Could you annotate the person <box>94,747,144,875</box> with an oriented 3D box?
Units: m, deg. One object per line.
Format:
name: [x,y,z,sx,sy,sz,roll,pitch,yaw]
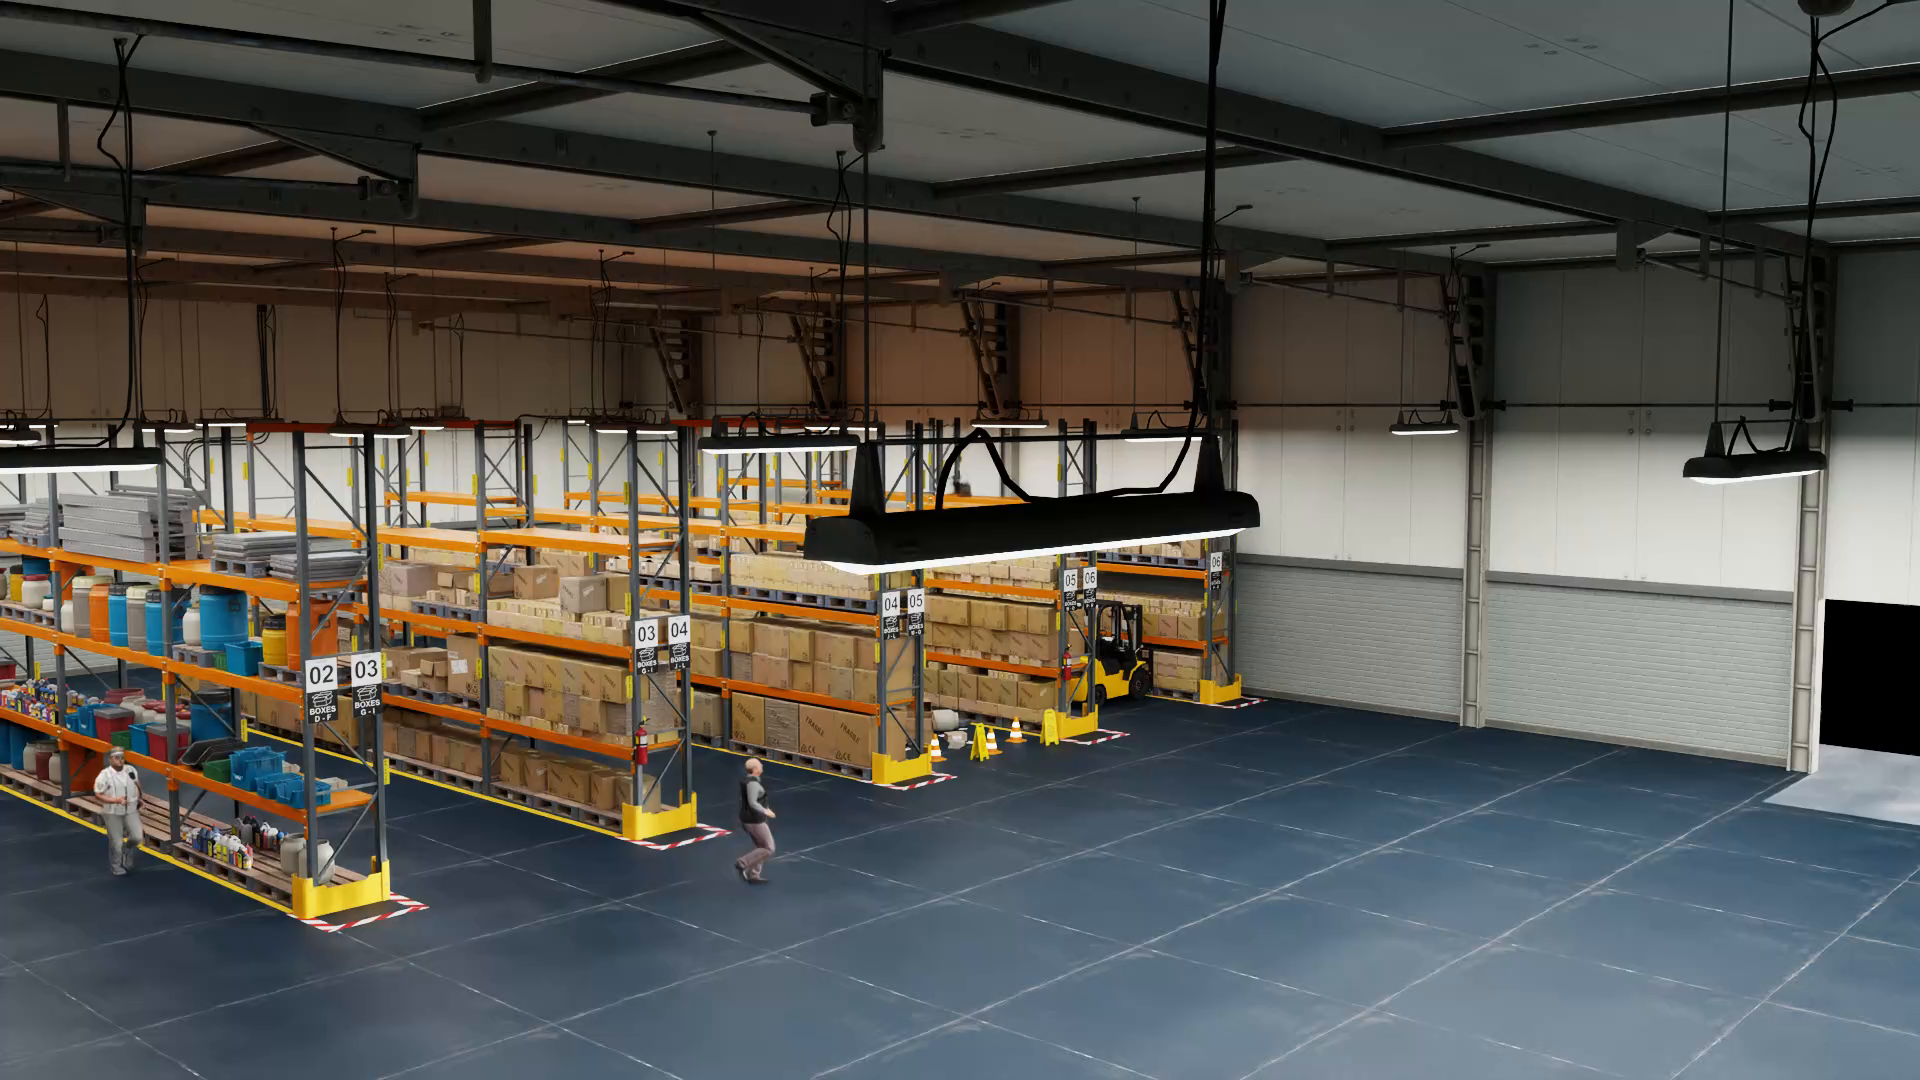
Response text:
person: [-11.232,3.631,22.311,0.607,1.743,0.651,4,6,42]

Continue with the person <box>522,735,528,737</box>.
person: [-8.148,2.928,31.545,0.541,1.659,0.603,2,5,26]

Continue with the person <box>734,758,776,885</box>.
person: [-2.728,3.703,21.884,0.580,1.677,0.645,-2,5,-23]
